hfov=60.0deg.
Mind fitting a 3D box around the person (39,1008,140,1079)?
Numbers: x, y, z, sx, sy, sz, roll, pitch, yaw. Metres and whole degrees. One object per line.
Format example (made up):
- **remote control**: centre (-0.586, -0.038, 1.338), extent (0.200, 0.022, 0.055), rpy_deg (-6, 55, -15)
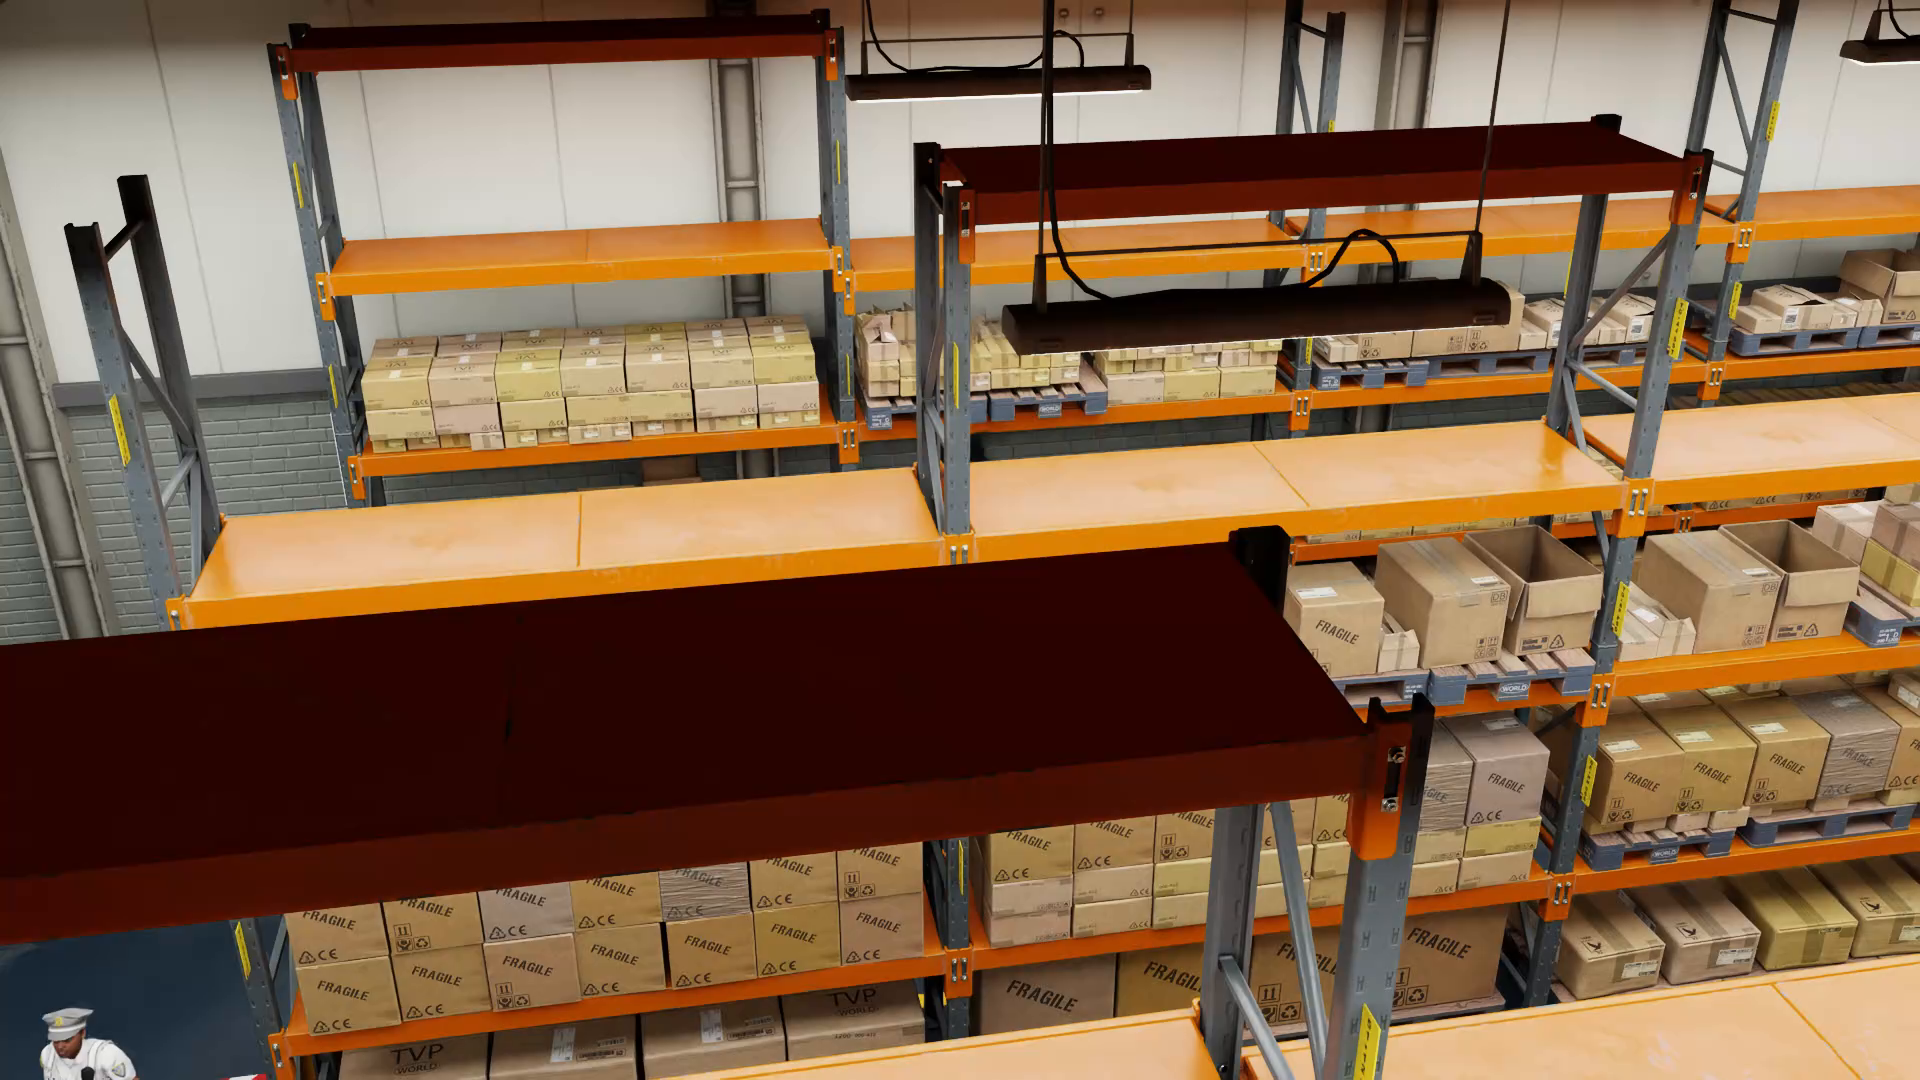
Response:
- **person**: centre (-4.952, 3.309, 9.535), extent (0.557, 1.664, 0.709), rpy_deg (-1, 26, -3)
